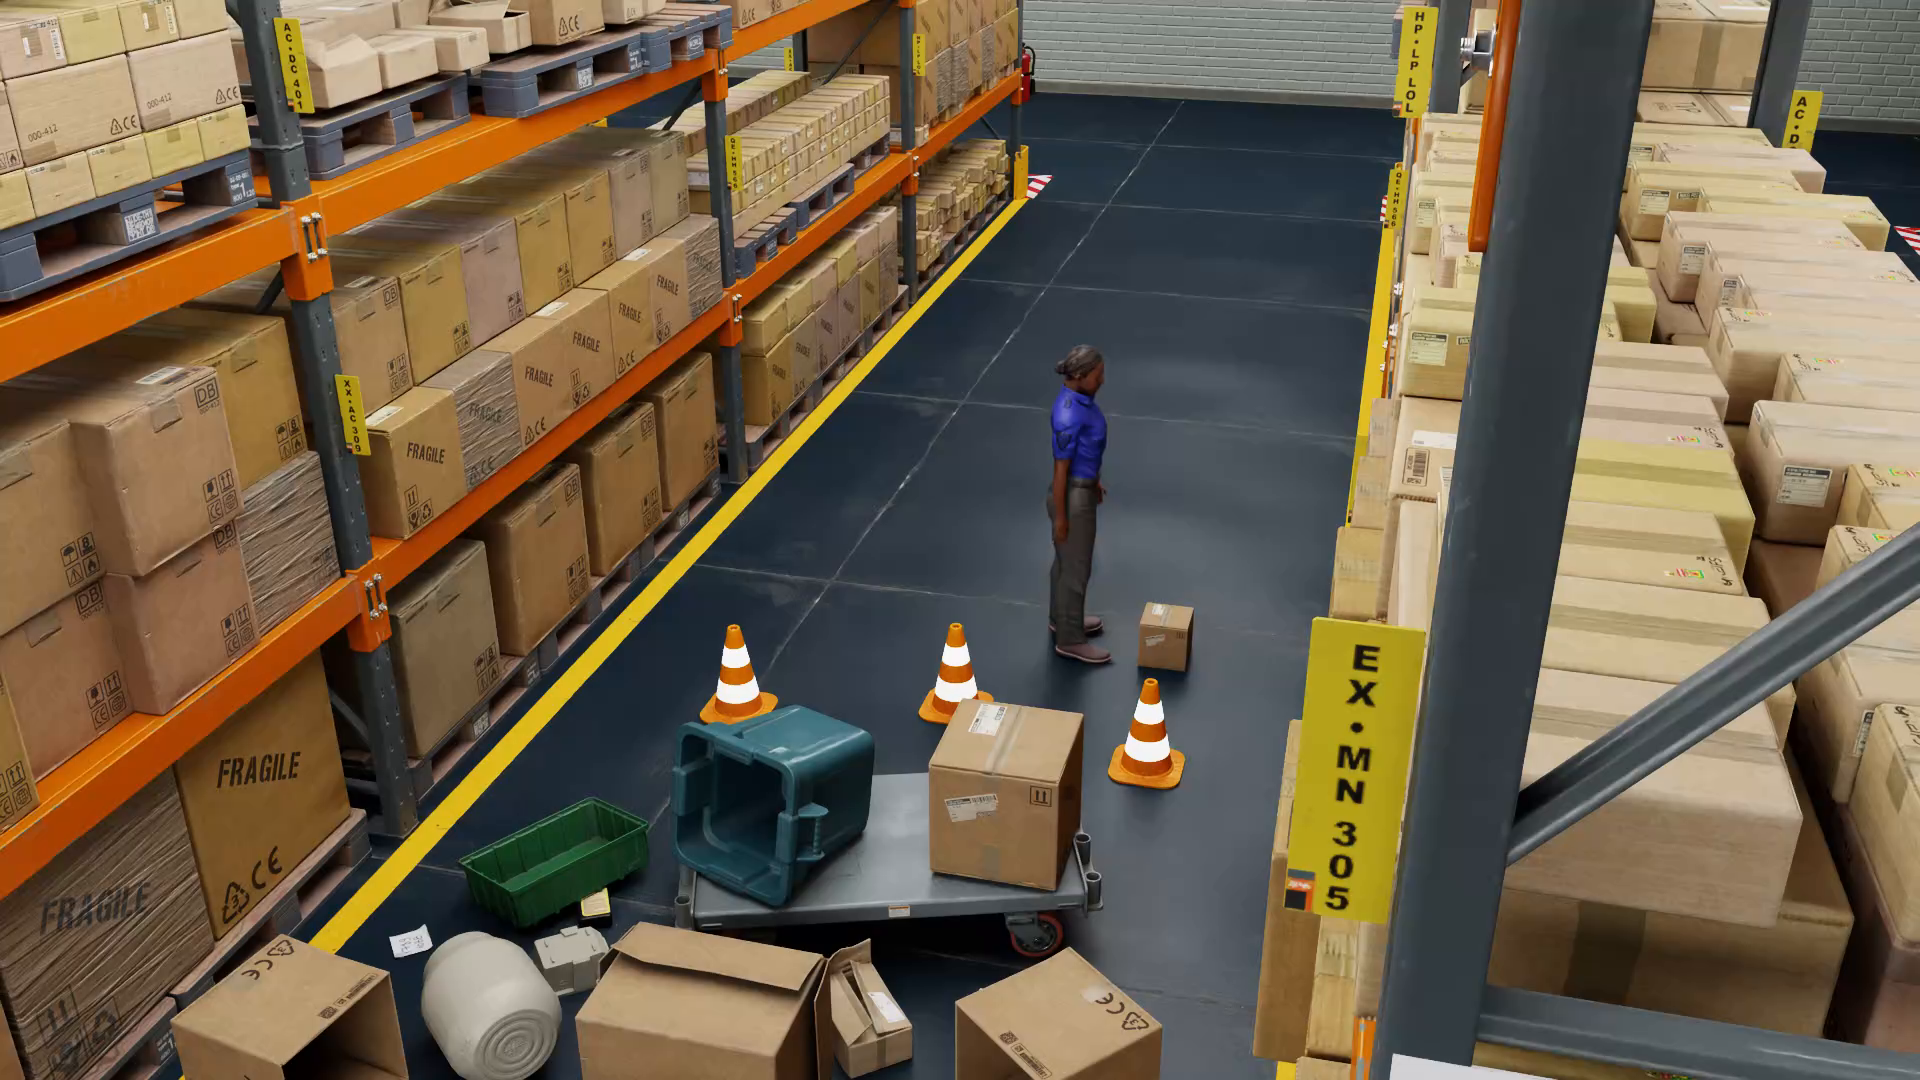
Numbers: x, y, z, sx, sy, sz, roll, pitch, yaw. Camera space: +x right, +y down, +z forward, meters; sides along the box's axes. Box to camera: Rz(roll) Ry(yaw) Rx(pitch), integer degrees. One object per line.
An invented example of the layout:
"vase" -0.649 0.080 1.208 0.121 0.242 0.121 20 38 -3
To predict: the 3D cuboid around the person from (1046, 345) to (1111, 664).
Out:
"person" 0.631 -0.209 8.518 0.370 1.675 0.543 3 26 7
